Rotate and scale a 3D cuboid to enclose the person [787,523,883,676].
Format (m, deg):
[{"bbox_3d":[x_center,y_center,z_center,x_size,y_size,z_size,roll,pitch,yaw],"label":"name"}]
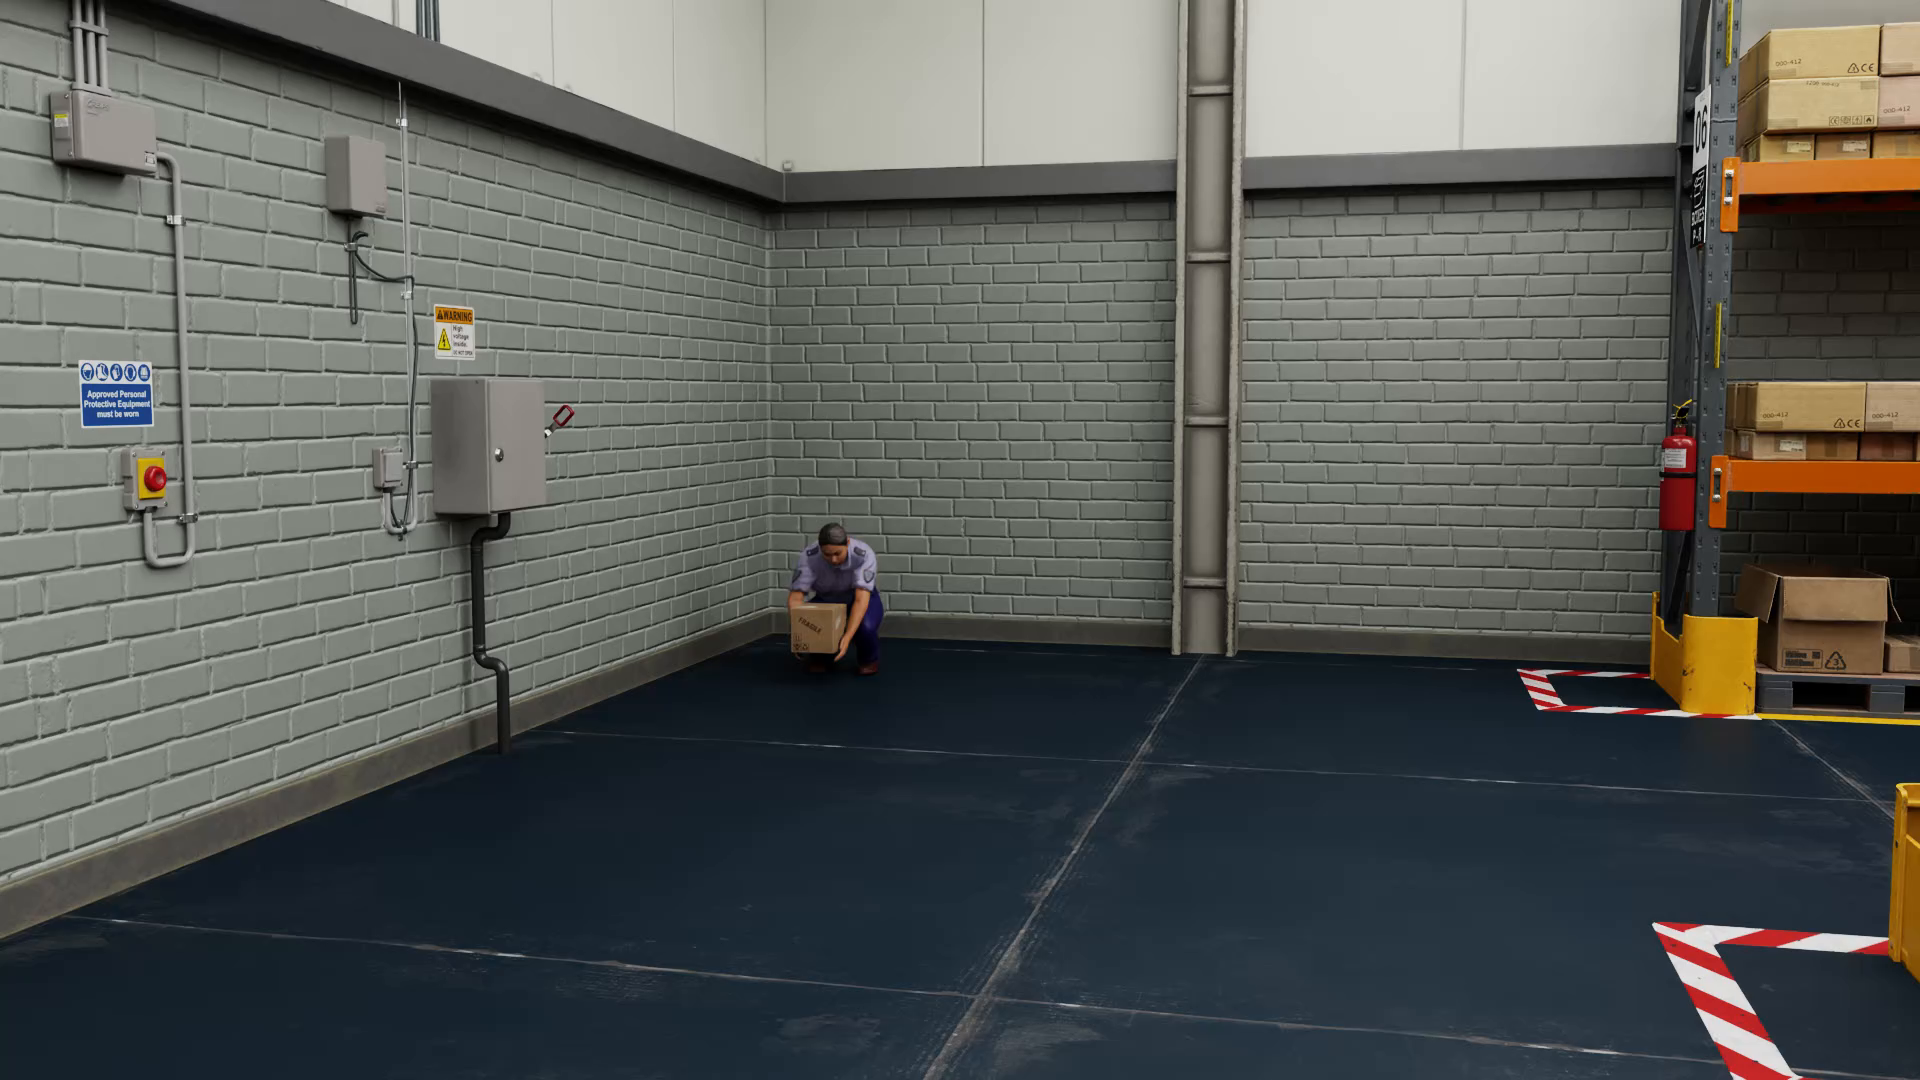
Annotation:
[{"bbox_3d":[-0.719,0.341,9.712,0.525,0.923,0.839,1,5,14],"label":"person"}]
